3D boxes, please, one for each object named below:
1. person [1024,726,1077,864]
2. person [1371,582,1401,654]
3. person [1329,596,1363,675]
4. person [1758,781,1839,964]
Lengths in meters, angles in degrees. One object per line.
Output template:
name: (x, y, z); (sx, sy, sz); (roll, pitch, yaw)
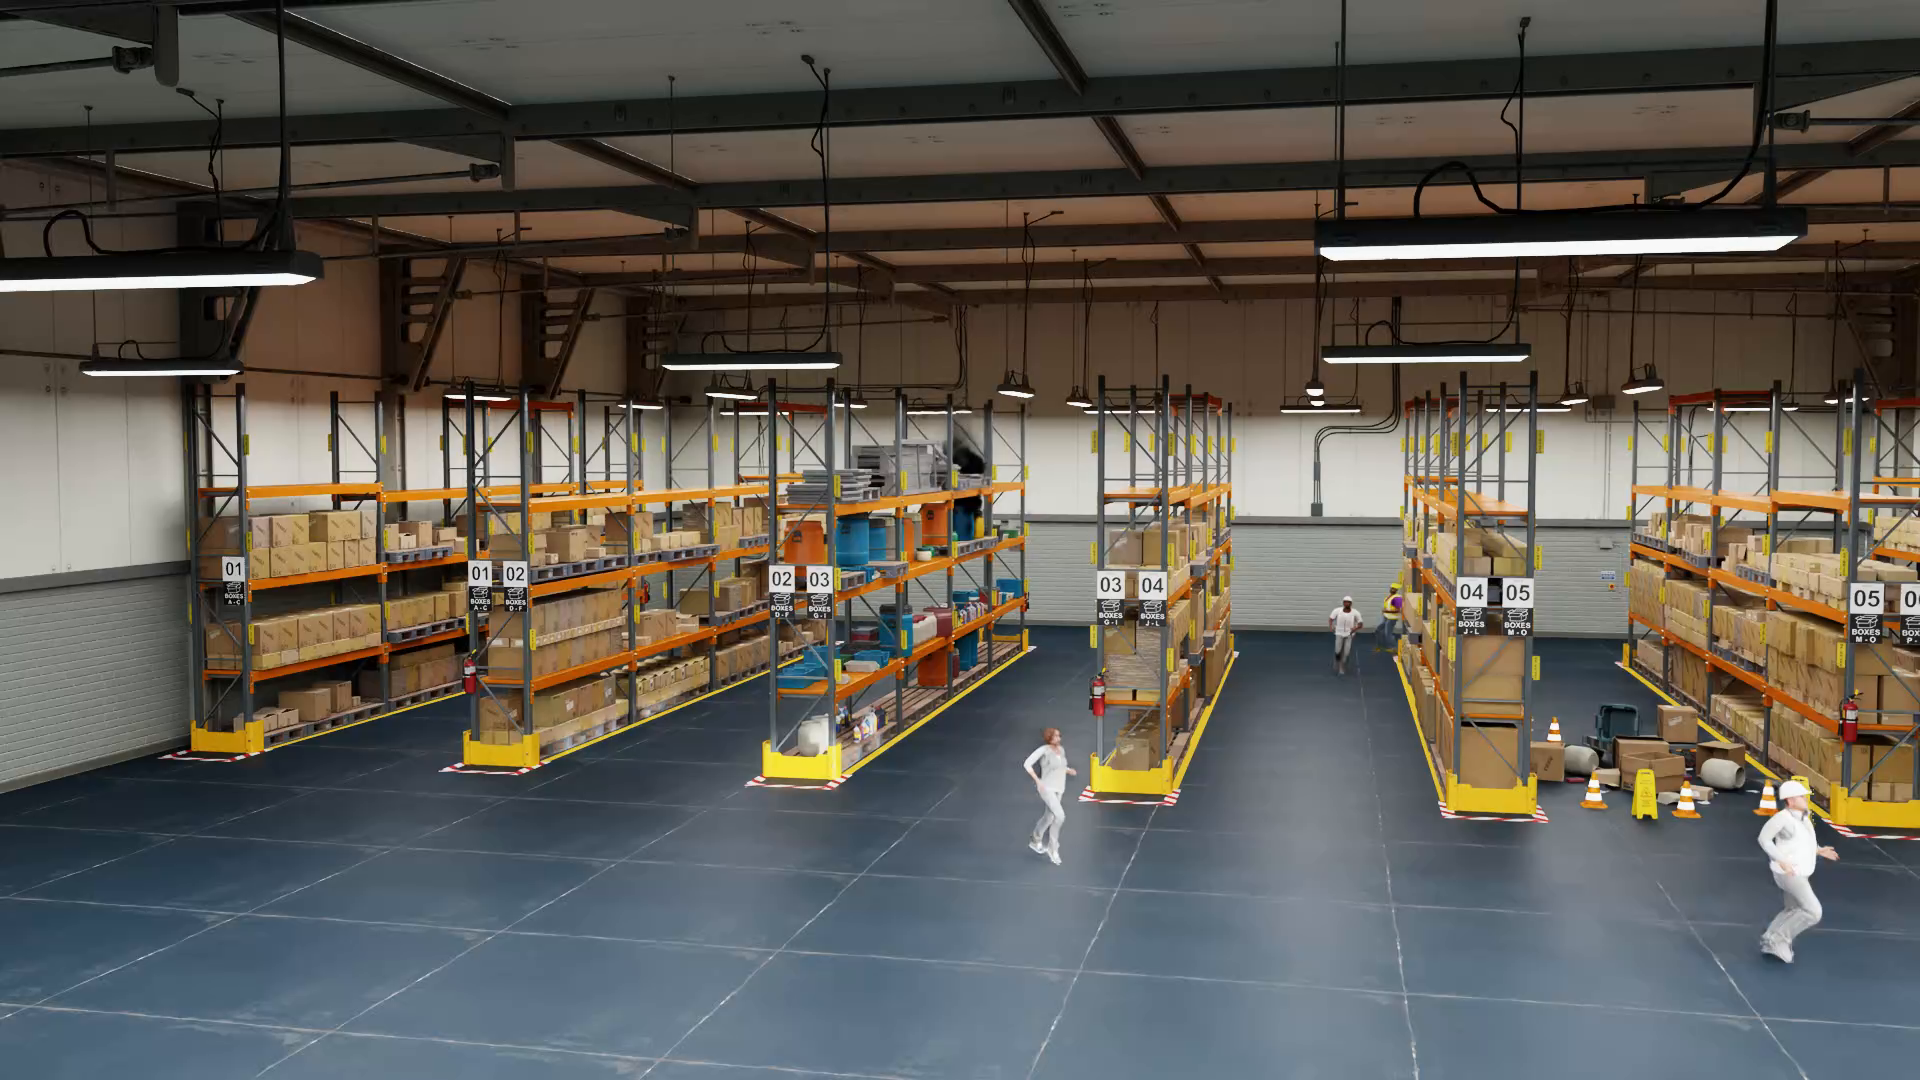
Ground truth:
person: (1.100, 3.061, 20.036); (0.700, 1.636, 0.516); (3, 4, 42)
person: (10.223, 1.873, 39.639); (0.594, 1.757, 0.766); (-1, 3, -10)
person: (8.385, 2.074, 36.177); (0.734, 1.721, 0.536); (1, 3, 16)
person: (8.079, 3.204, 16.045); (0.632, 1.747, 0.664); (-3, 5, -45)
